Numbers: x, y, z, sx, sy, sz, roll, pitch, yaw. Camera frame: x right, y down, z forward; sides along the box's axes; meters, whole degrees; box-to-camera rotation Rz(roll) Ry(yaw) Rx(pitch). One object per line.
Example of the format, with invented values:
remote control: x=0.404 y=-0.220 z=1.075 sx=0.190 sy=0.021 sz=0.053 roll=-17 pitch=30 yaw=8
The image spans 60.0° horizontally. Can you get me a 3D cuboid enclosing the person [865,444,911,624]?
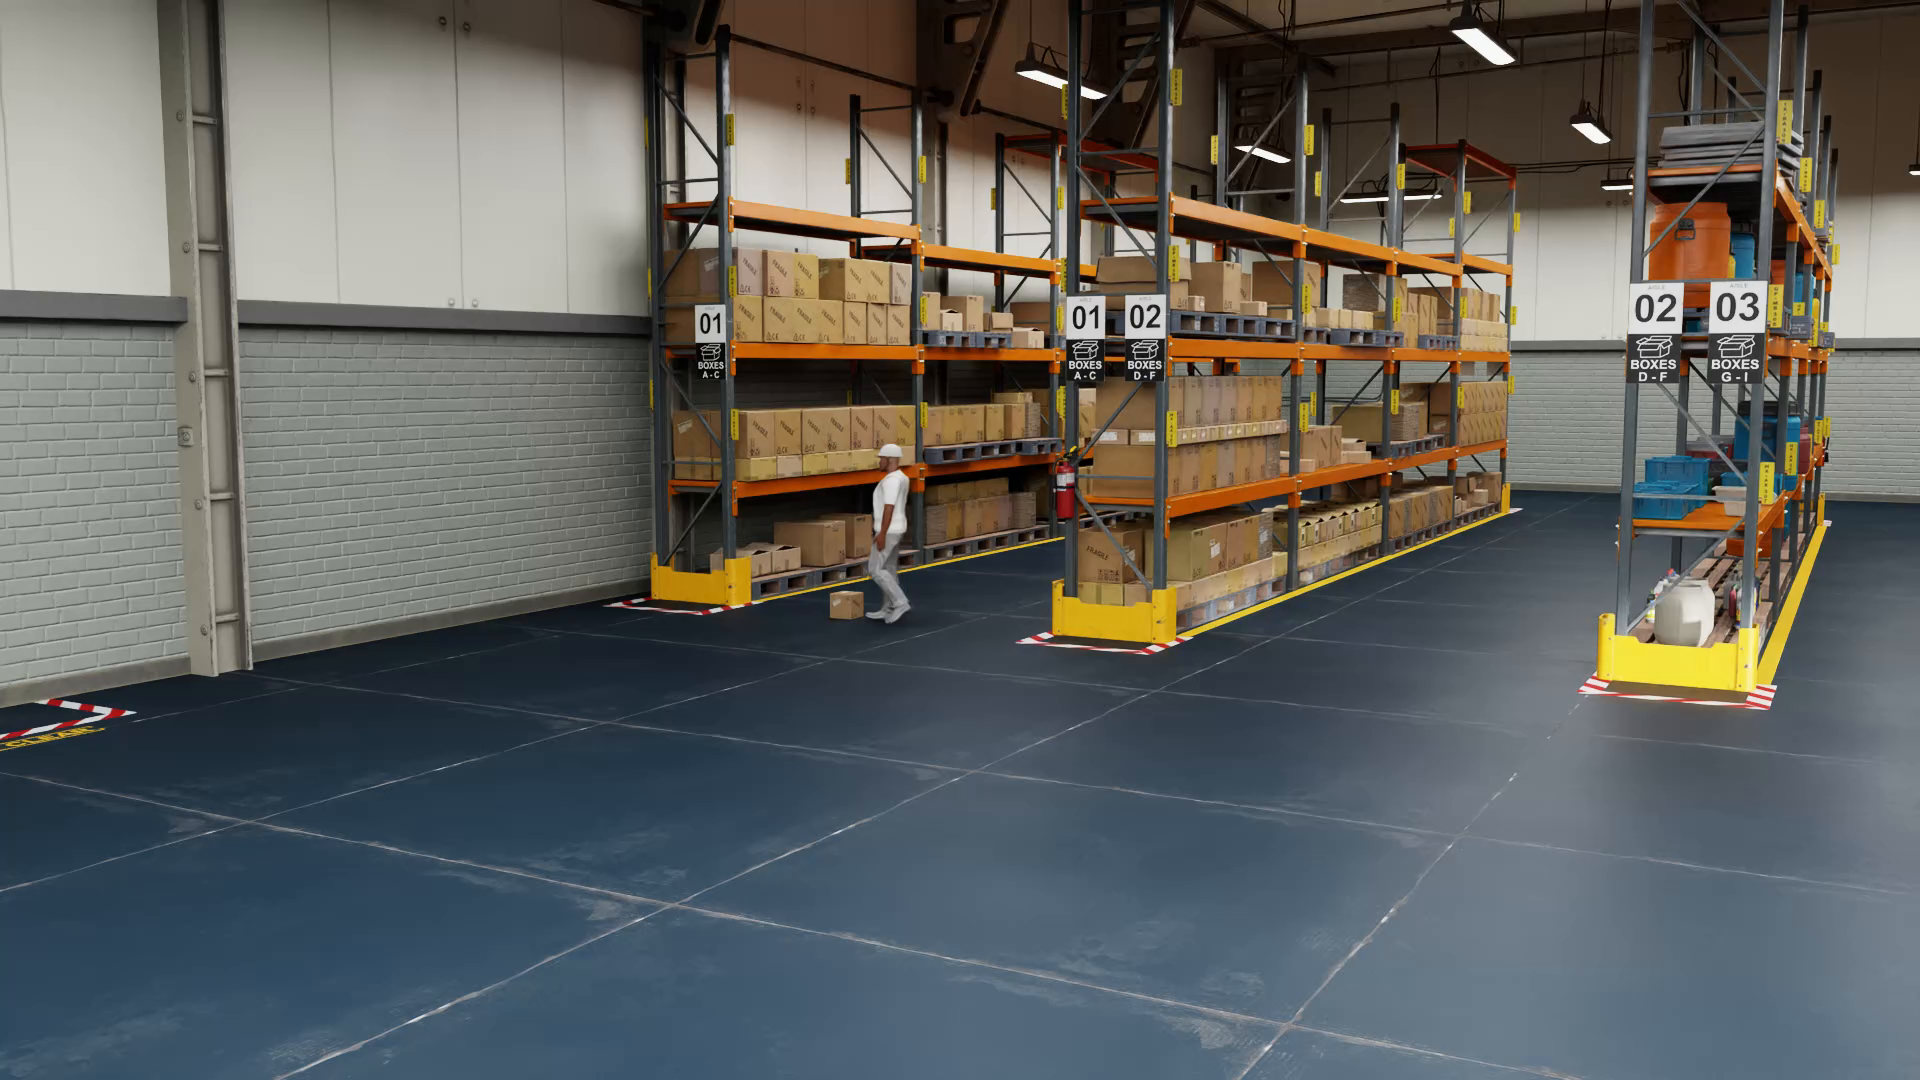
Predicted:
person: x=-0.714 y=-0.070 z=16.642 sx=0.498 sy=1.776 sz=0.587 roll=1 pitch=6 yaw=8
